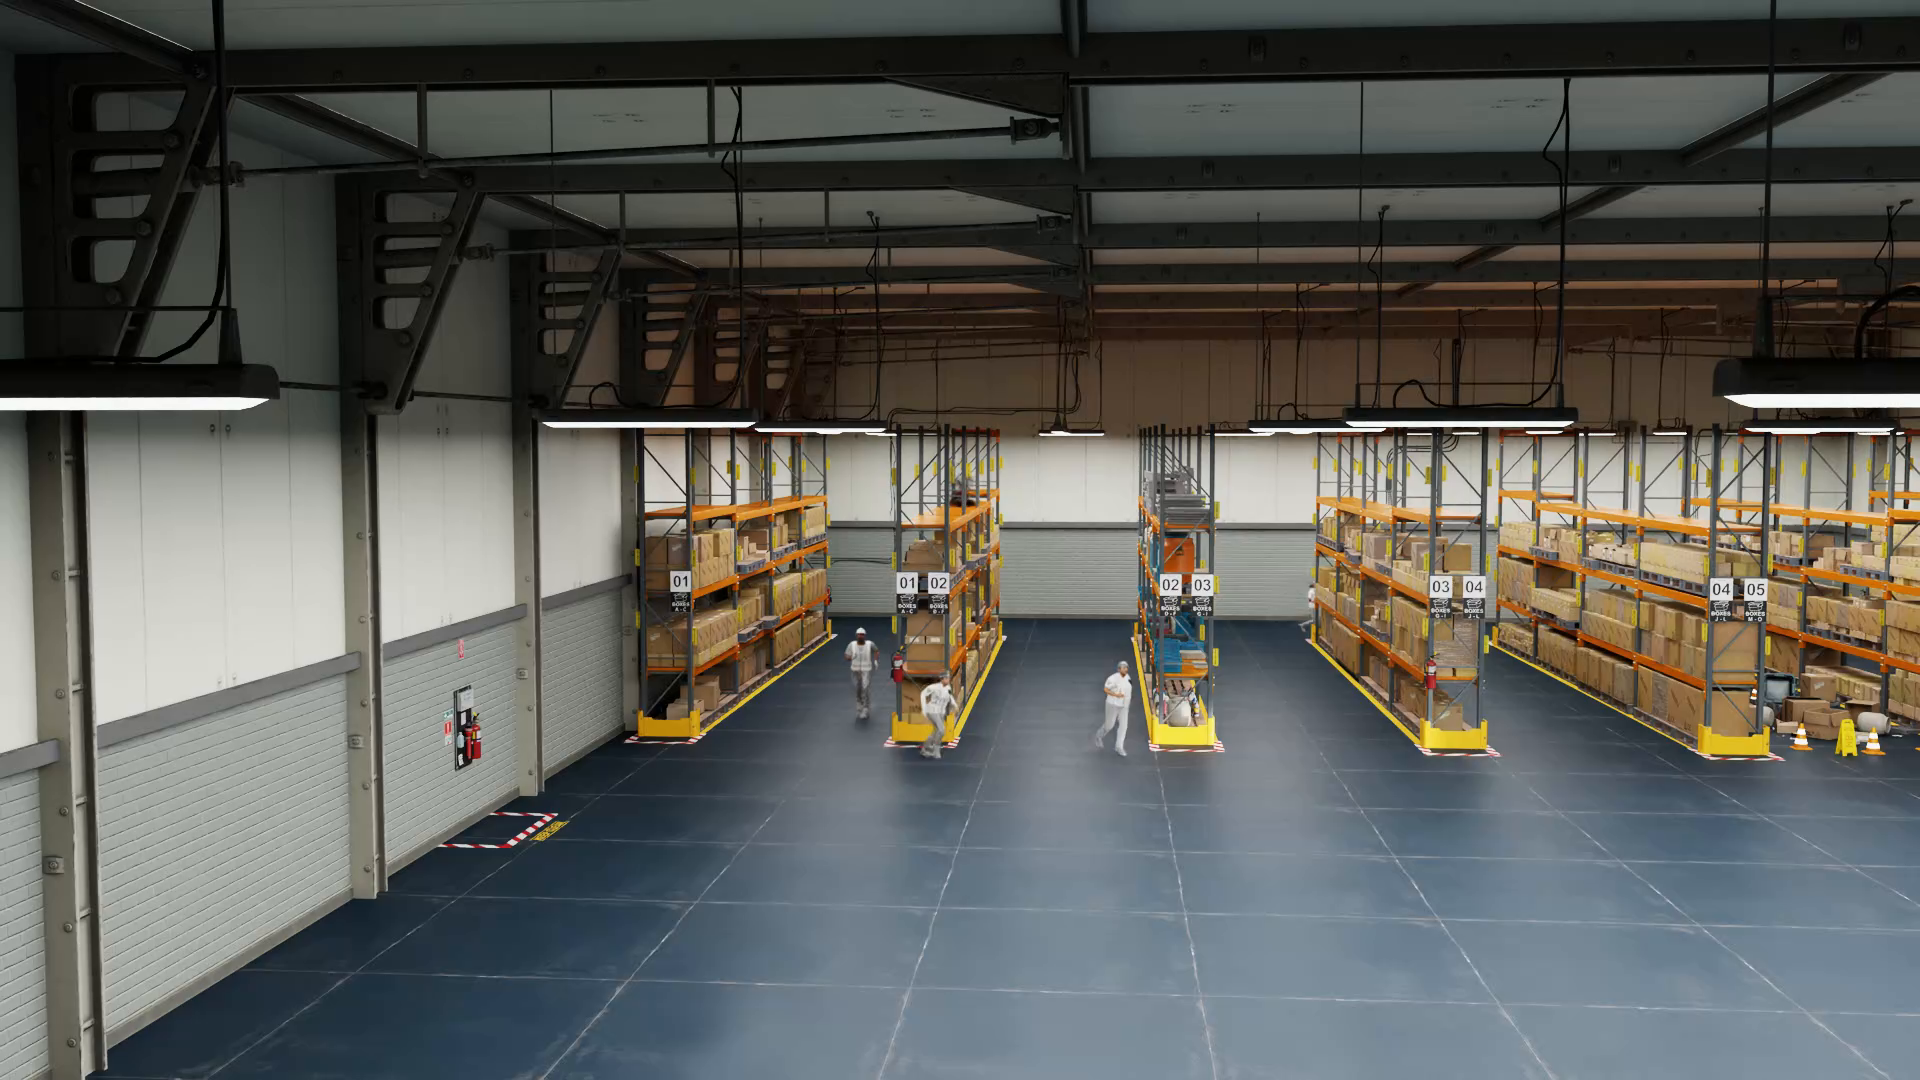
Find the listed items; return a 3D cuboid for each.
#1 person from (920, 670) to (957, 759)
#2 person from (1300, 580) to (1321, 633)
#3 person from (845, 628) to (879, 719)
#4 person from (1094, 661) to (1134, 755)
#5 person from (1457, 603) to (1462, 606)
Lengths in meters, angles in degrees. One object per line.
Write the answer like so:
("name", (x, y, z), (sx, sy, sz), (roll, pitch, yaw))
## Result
("person", (-0.395, 3.124, 29.817), (0.774, 1.622, 0.638), (3, 5, 42))
("person", (10.238, 1.958, 48.237), (0.711, 1.656, 0.581), (2, 4, 26))
("person", (-2.038, 2.720, 34.339), (0.672, 1.814, 0.903), (0, 3, 6))
("person", (2.902, 3.039, 30.444), (0.632, 1.655, 0.845), (-2, 4, -27))
("person", (13.525, 2.057, 45.613), (0.727, 1.793, 0.897), (1, 4, 22))
